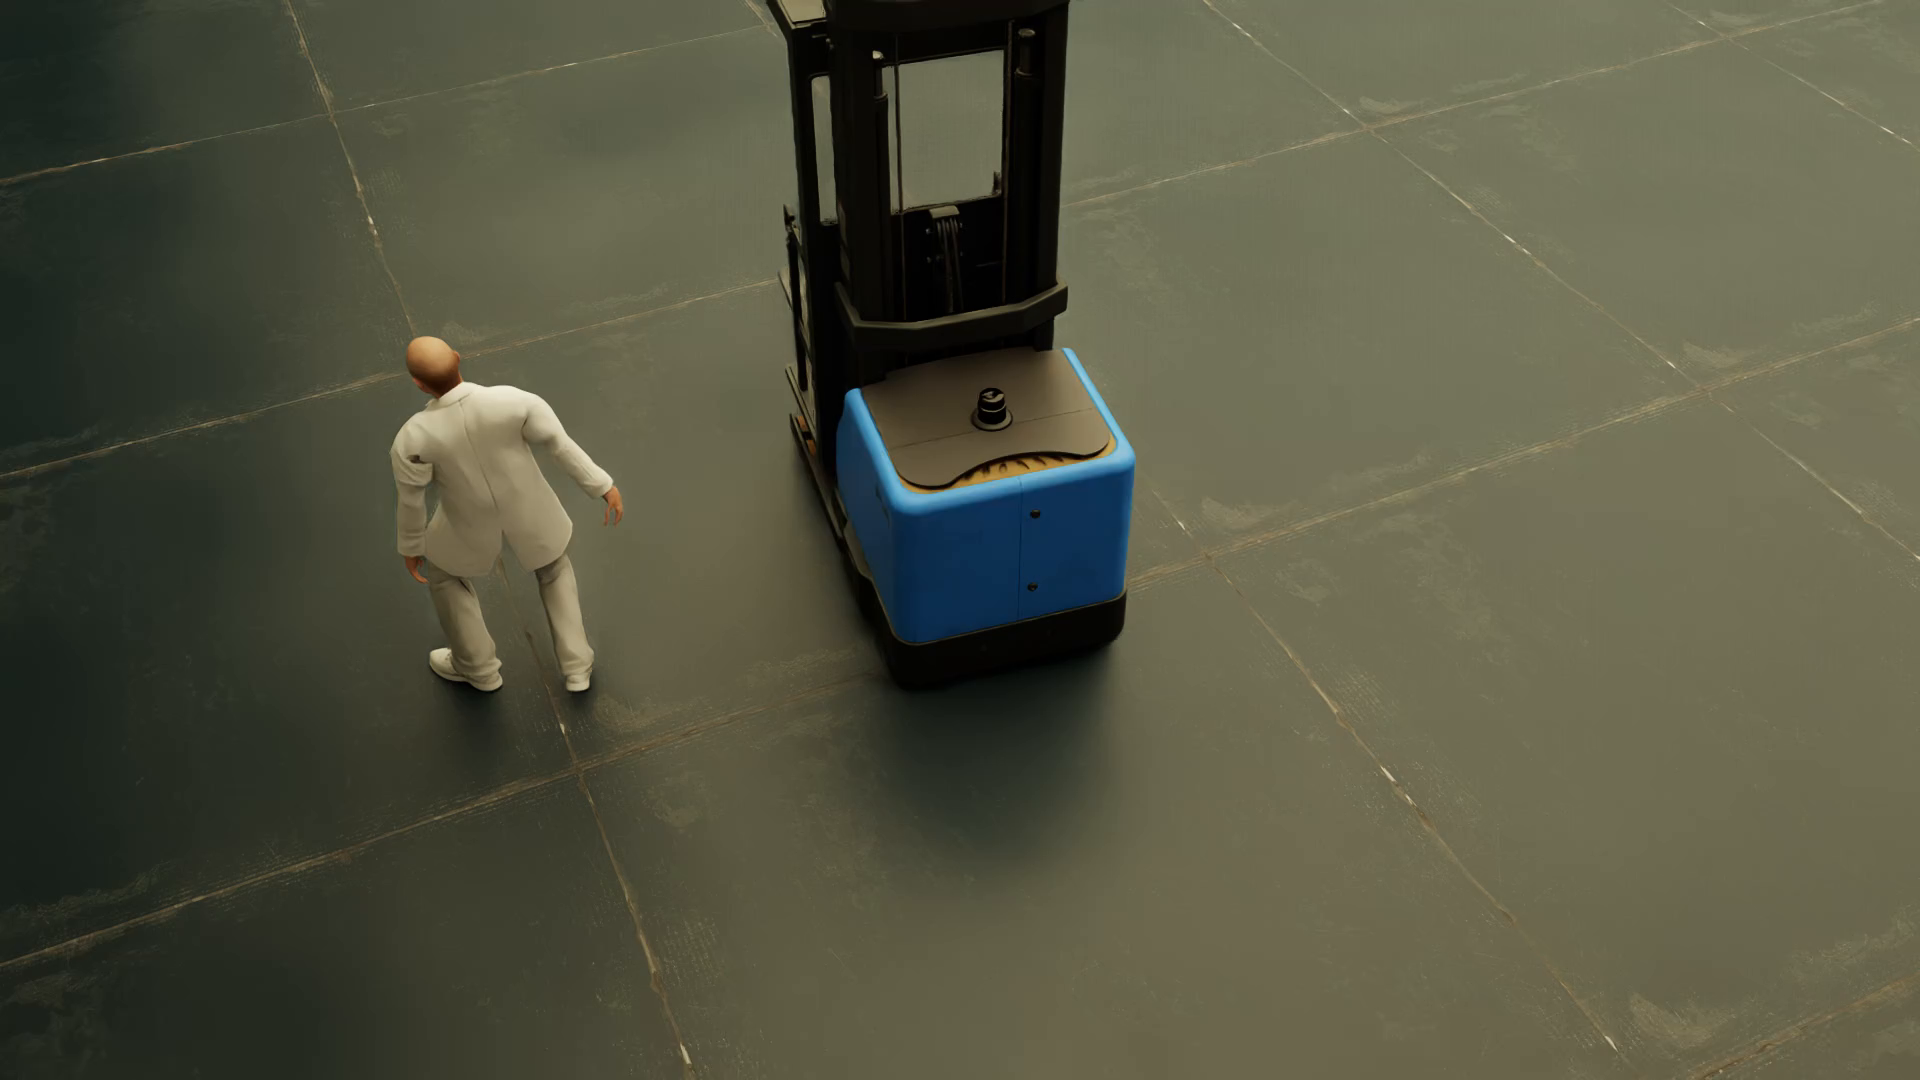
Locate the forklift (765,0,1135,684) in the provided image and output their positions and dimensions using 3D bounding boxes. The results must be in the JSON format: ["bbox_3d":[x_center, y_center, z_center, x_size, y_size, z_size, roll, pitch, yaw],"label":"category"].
[{"bbox_3d":[-0.211,-1.481,7.267,1.130,2.935,3.031,-12,44,-13],"label":"forklift"}]

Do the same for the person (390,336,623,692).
[{"bbox_3d":[-1.828,-0.072,6.699,0.924,1.750,0.586,-13,45,-14],"label":"person"}]
